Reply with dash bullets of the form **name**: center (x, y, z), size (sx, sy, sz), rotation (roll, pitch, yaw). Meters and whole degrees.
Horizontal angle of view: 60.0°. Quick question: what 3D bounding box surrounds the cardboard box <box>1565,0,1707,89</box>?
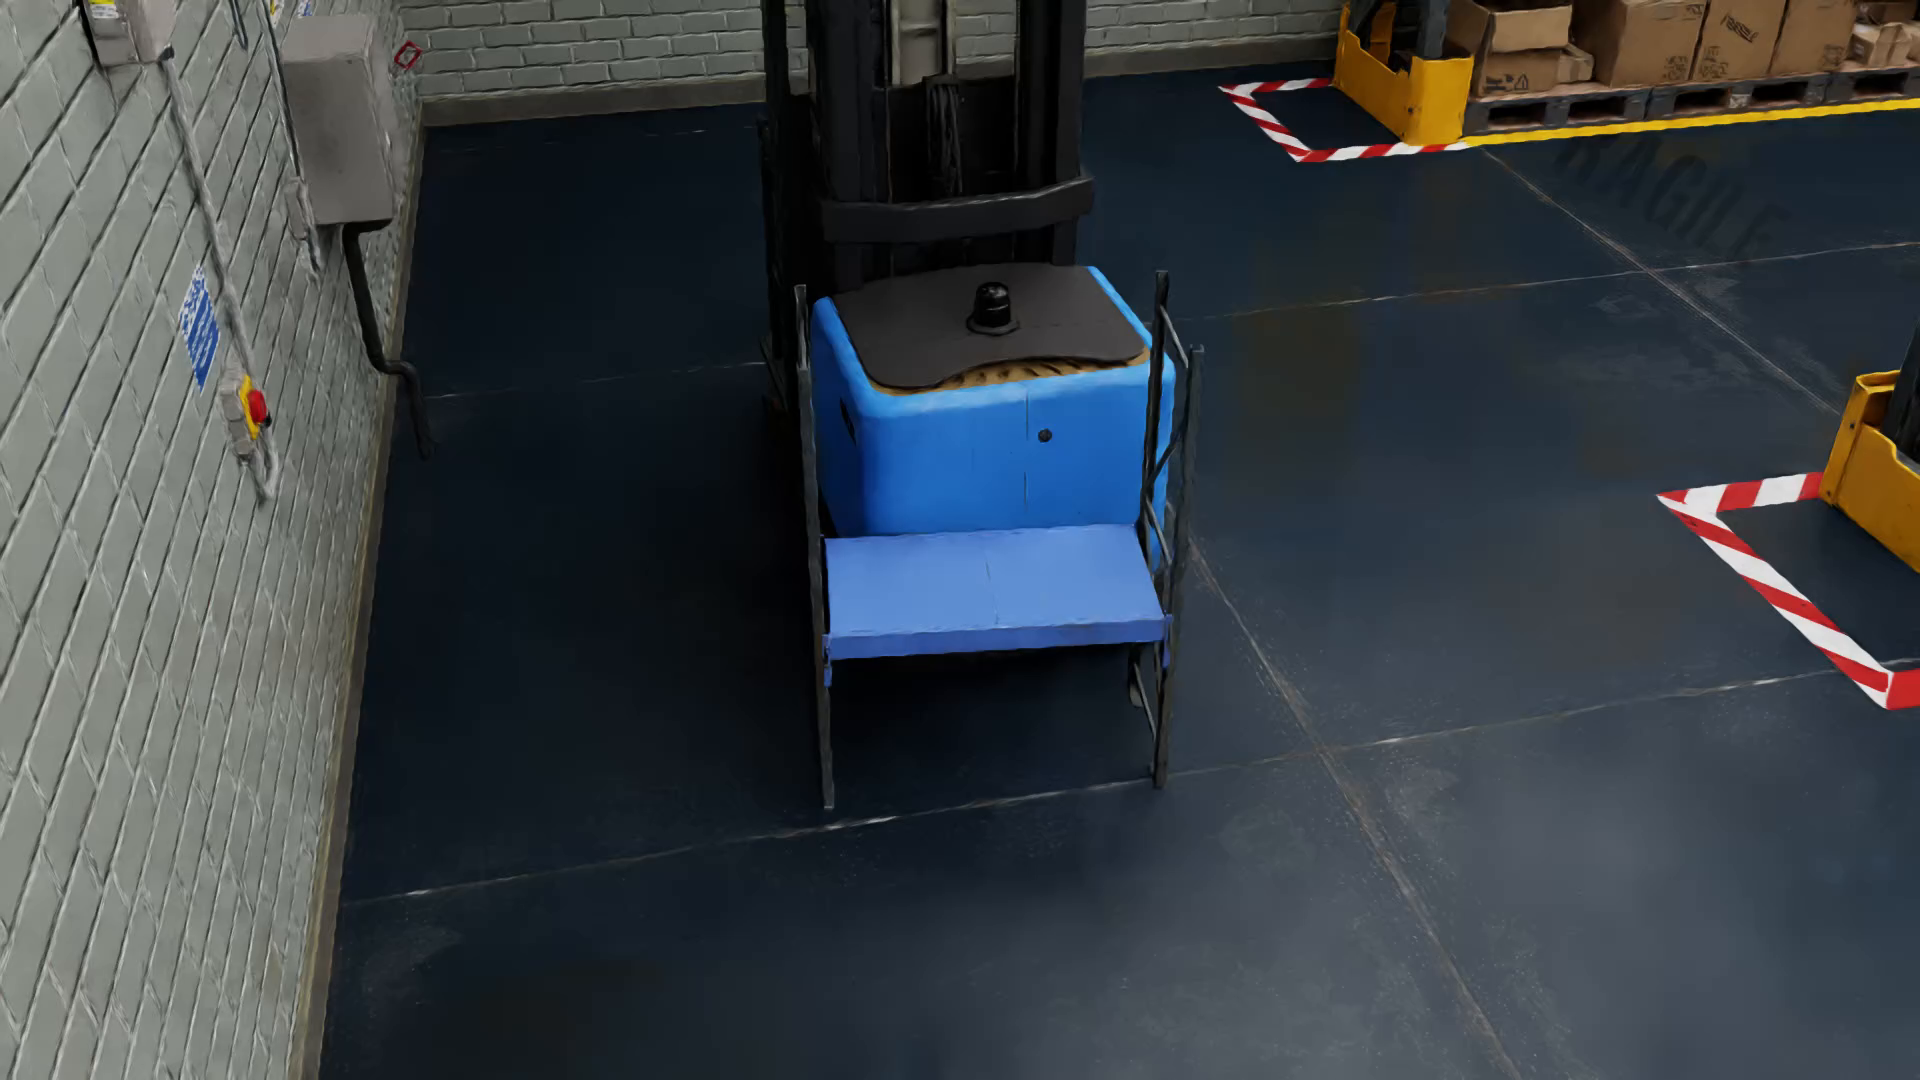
- **cardboard box**: center (4.032, -3.094, 10.036), size (0.500, 0.500, 0.700), rotation (-6, 34, -9)

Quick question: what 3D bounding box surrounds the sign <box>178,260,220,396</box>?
- **sign**: center (-1.873, -0.526, 4.099), size (0.001, 0.218, 0.327), rotation (-7, 35, -11)

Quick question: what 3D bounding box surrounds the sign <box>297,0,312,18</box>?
- **sign**: center (-2.456, -1.810, 6.341), size (0.001, 0.494, 0.329), rotation (-7, 35, -11)

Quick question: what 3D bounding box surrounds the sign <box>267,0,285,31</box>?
- **sign**: center (-2.335, -1.894, 5.640), size (0.001, 0.242, 0.339), rotation (-7, 35, -11)

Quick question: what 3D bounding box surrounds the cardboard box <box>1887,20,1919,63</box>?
- **cardboard box**: center (5.995, -3.105, 10.366), size (0.250, 0.149, 0.380), rotation (-8, 35, -12)

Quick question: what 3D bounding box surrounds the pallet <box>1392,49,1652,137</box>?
- **pallet**: center (3.424, -2.800, 10.234), size (1.213, 0.211, 1.003), rotation (-7, 35, -11)

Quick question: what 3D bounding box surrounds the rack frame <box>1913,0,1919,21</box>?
- **rack frame**: center (6.473, -4.342, 10.028), size (0.127, 3.000, 1.000), rotation (-7, 35, -11)

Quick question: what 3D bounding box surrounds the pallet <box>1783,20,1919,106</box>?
- **pallet**: center (5.803, -3.100, 10.681), size (1.213, 0.211, 1.003), rotation (-7, 35, -11)

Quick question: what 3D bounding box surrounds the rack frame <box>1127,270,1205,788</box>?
- **rack frame**: center (0.593, 0.001, 4.902), size (0.032, 1.500, 0.500), rotation (-3, 34, -4)

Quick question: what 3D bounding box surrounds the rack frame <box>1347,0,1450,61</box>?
- **rack frame**: center (2.572, -3.850, 9.296), size (0.127, 3.000, 1.000), rotation (-7, 35, -11)

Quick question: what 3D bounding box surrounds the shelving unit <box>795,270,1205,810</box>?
- **shelving unit**: center (0.087, 0.028, 4.863), size (1.048, 1.500, 0.538), rotation (-3, 34, -4)

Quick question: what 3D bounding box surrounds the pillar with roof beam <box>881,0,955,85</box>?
- **pillar with roof beam**: center (0.693, -4.160, 4.374), size (0.400, 9.000, 9.100), rotation (-7, 35, -11)

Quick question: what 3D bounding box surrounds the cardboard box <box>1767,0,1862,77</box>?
- **cardboard box**: center (5.044, -3.222, 10.226), size (0.500, 0.500, 0.700), rotation (-8, 35, -12)

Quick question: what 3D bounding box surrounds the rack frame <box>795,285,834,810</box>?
- **rack frame**: center (-0.419, 0.054, 4.823), size (0.032, 1.500, 0.500), rotation (-3, 34, -4)

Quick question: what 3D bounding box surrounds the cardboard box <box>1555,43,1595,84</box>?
- **cardboard box**: center (3.612, -2.896, 10.055), size (0.250, 0.149, 0.380), rotation (-9, 35, -12)

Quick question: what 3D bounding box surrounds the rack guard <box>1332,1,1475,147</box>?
- **rack guard**: center (2.646, -2.822, 10.006), size (0.348, 0.500, 1.175), rotation (-7, 35, -11)

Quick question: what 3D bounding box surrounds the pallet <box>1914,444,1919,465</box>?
- **pallet**: center (4.433, -0.136, 6.263), size (1.213, 0.211, 1.003), rotation (-7, 35, -11)

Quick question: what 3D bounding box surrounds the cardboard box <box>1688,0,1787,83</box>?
- **cardboard box**: center (4.570, -3.105, 10.052), size (0.500, 0.500, 0.500), rotation (-7, 34, -10)

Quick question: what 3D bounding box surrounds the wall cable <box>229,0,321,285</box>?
- **wall cable**: center (-2.148, -1.638, 5.088), size (0.122, 1.984, 0.588), rotation (-7, 35, -11)

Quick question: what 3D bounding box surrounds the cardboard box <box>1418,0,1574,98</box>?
- **cardboard box**: center (3.190, -3.012, 9.910), size (0.637, 0.503, 0.797), rotation (-9, 35, -12)

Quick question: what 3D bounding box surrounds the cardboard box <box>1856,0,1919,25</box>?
- **cardboard box**: center (5.777, -3.447, 10.731), size (0.500, 0.311, 0.500), rotation (-6, 34, -9)

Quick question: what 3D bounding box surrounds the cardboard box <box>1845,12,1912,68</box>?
- **cardboard box**: center (5.647, -3.109, 10.268), size (0.258, 0.266, 0.396), rotation (-6, 34, -9)

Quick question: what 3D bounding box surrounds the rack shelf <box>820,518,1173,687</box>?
- **rack shelf**: center (0.087, 0.177, 4.963), size (1.000, 0.185, 0.538), rotation (-3, 34, -4)

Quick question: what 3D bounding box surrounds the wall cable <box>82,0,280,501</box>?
- **wall cable**: center (-1.824, -0.882, 3.933), size (0.123, 1.953, 0.585), rotation (-7, 35, -11)

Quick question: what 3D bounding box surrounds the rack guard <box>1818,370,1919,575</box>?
- **rack guard**: center (3.647, -0.112, 5.968), size (0.348, 0.500, 1.175), rotation (-7, 35, -11)

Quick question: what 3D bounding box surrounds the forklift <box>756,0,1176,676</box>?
- **forklift**: center (-0.186, -1.587, 5.984), size (1.130, 2.935, 3.031), rotation (-9, 35, -12)

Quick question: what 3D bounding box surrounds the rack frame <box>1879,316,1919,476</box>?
- **rack frame**: center (3.671, -1.153, 5.276), size (0.127, 3.000, 1.000), rotation (-7, 35, -11)

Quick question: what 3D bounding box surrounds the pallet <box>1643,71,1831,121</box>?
- **pallet**: center (4.611, -2.948, 10.454), size (1.213, 0.211, 1.003), rotation (-7, 35, -11)

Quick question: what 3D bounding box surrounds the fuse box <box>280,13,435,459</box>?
- **fuse box**: center (-2.145, -1.072, 6.312), size (0.414, 1.711, 0.539), rotation (-7, 35, -11)
